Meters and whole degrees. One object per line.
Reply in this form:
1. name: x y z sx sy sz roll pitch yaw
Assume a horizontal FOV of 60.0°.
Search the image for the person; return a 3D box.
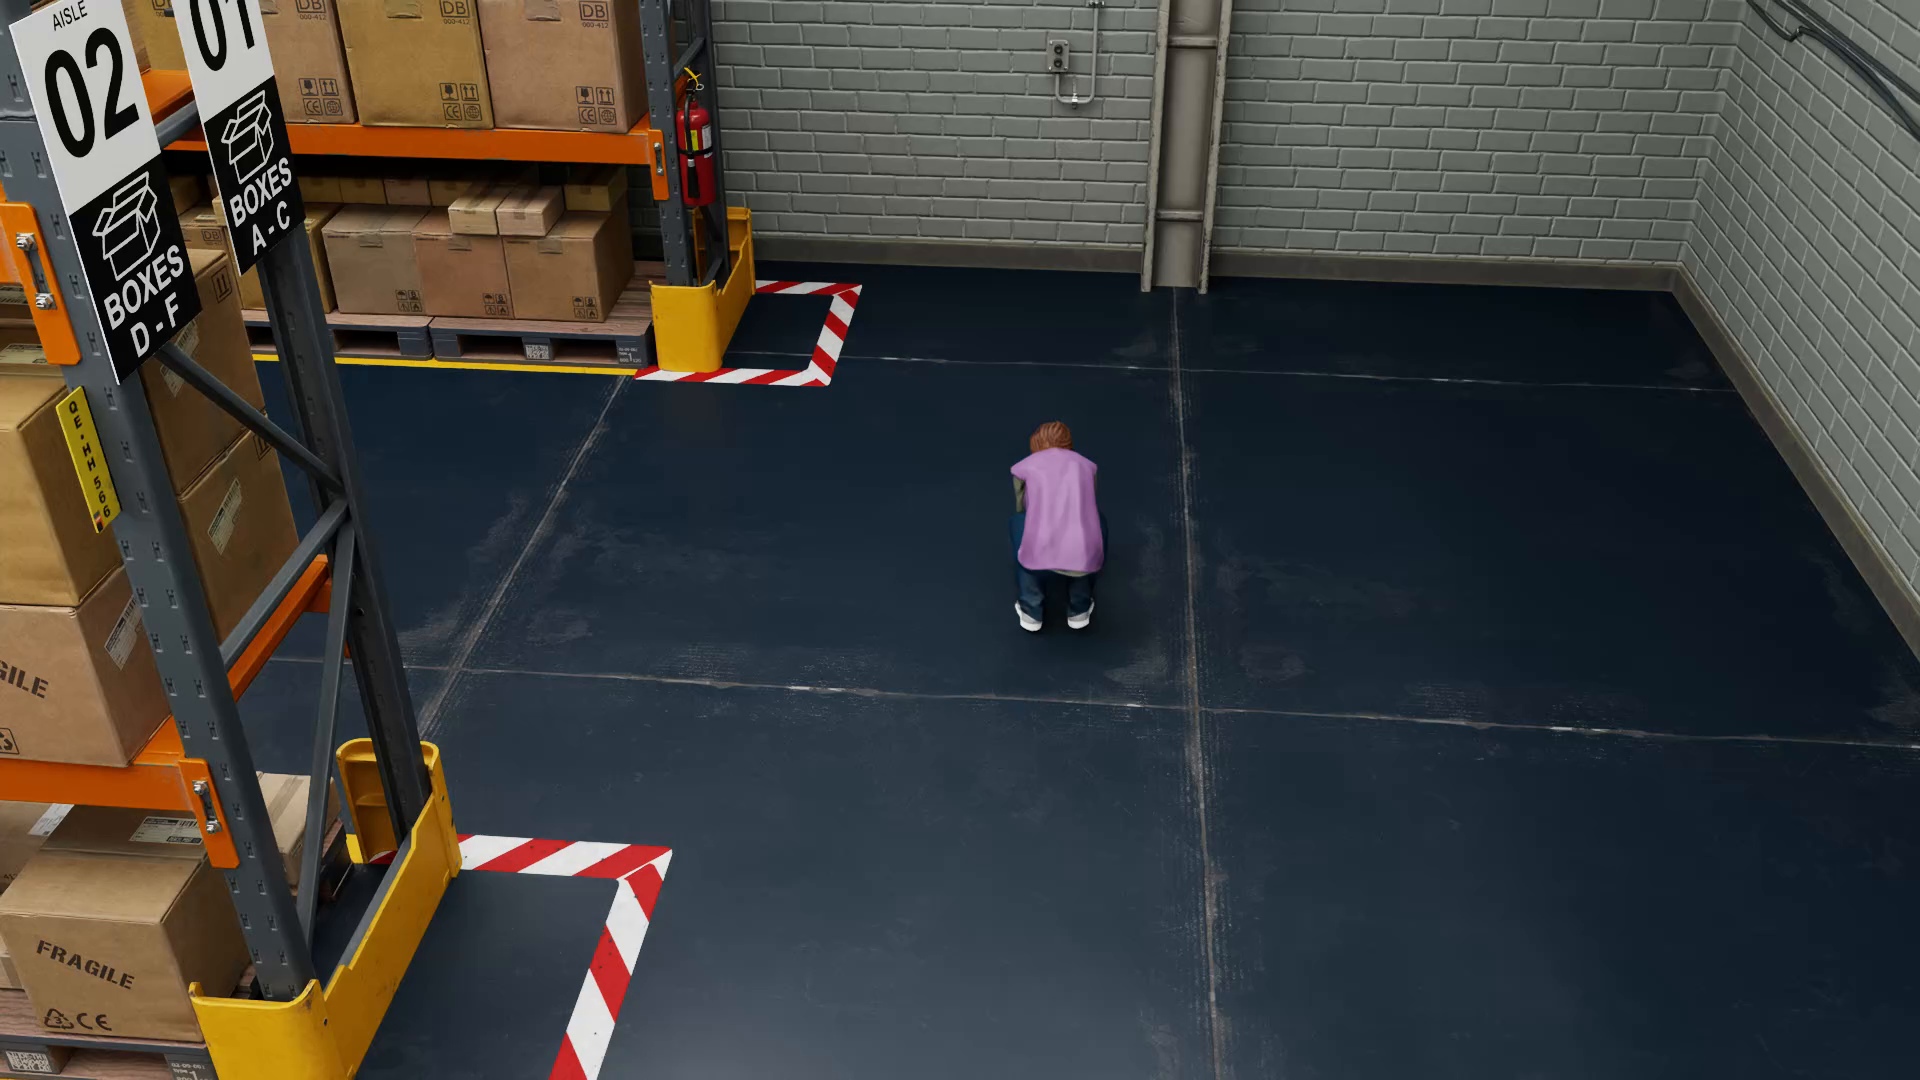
1. person: 0.406 -0.365 6.726 0.407 1.588 0.496 3 32 4
